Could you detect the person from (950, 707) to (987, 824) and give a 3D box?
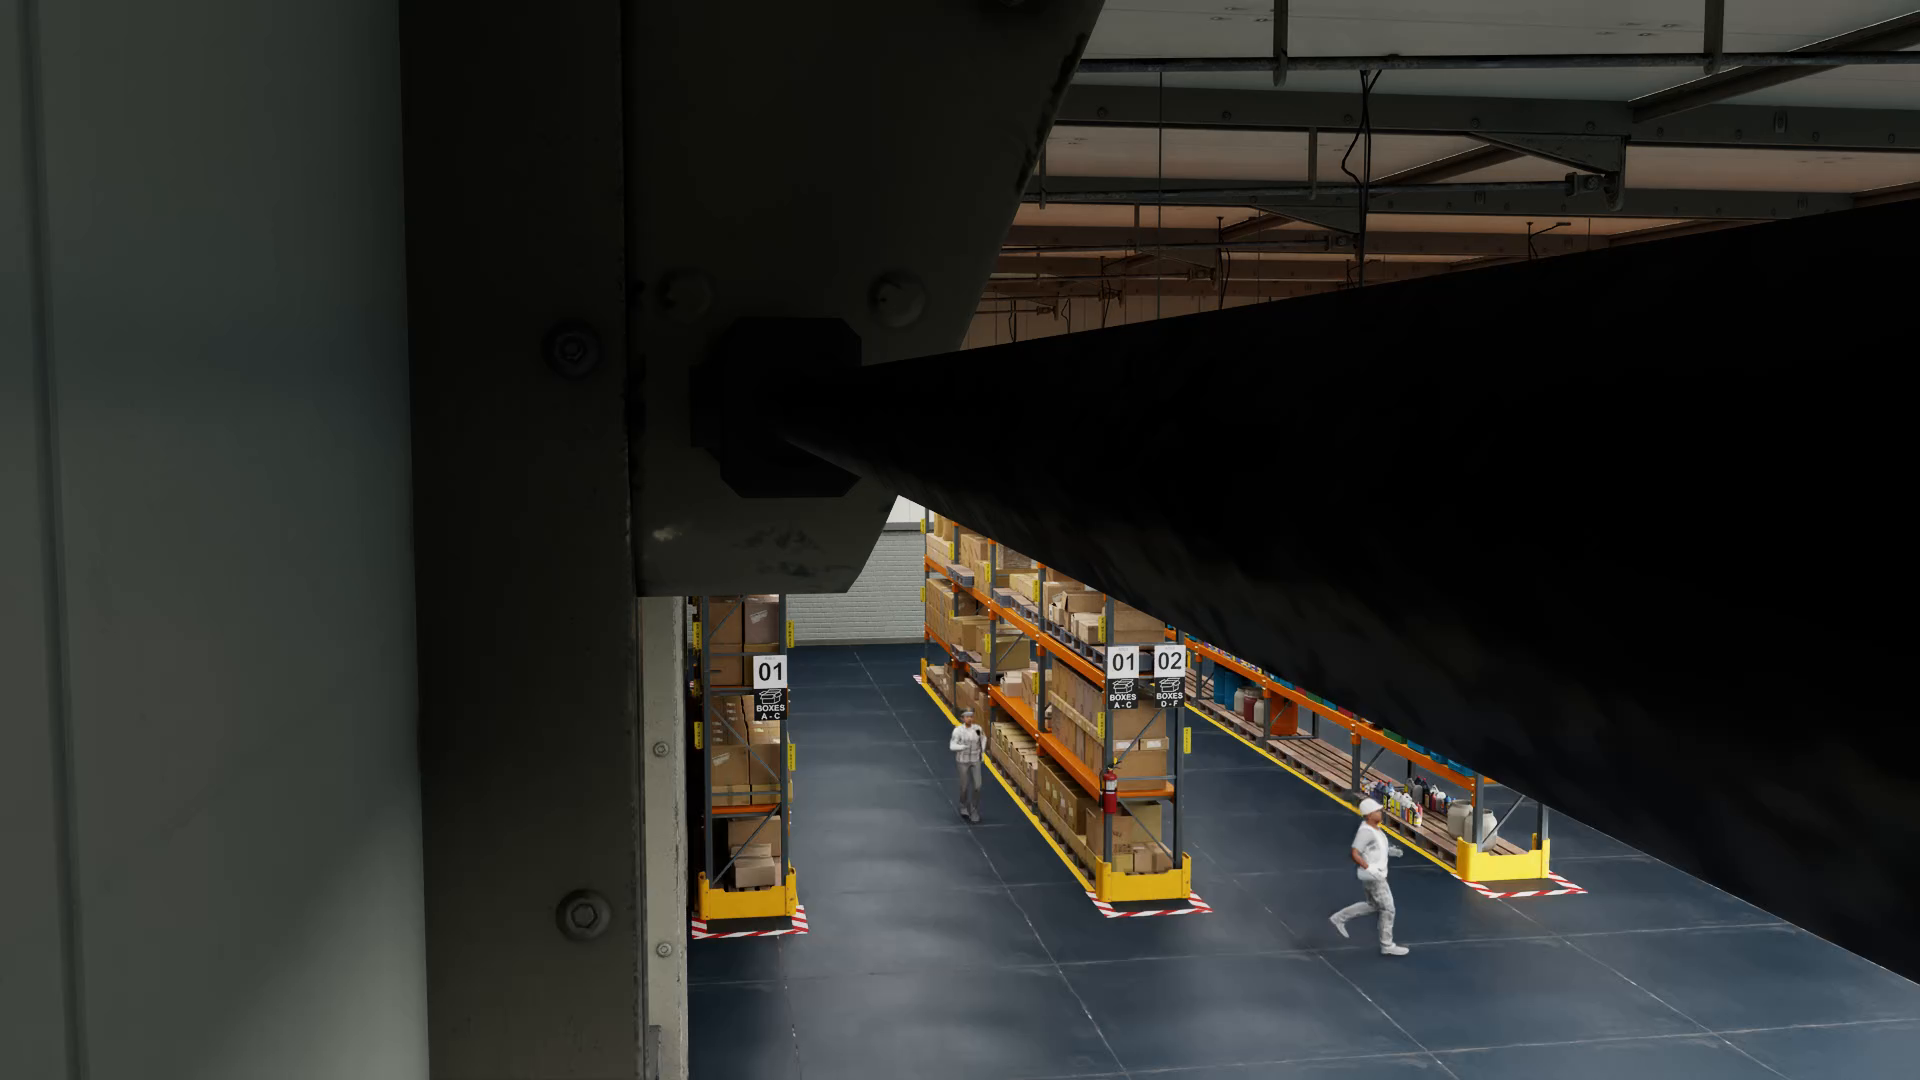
[{"bbox_3d":[0.141,3.329,24.636,0.592,1.721,0.684,-1,5,-9],"label":"person"}]

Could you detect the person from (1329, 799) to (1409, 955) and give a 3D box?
[{"bbox_3d":[4.645,3.798,18.816,0.883,1.757,0.698,1,5,17],"label":"person"}]
